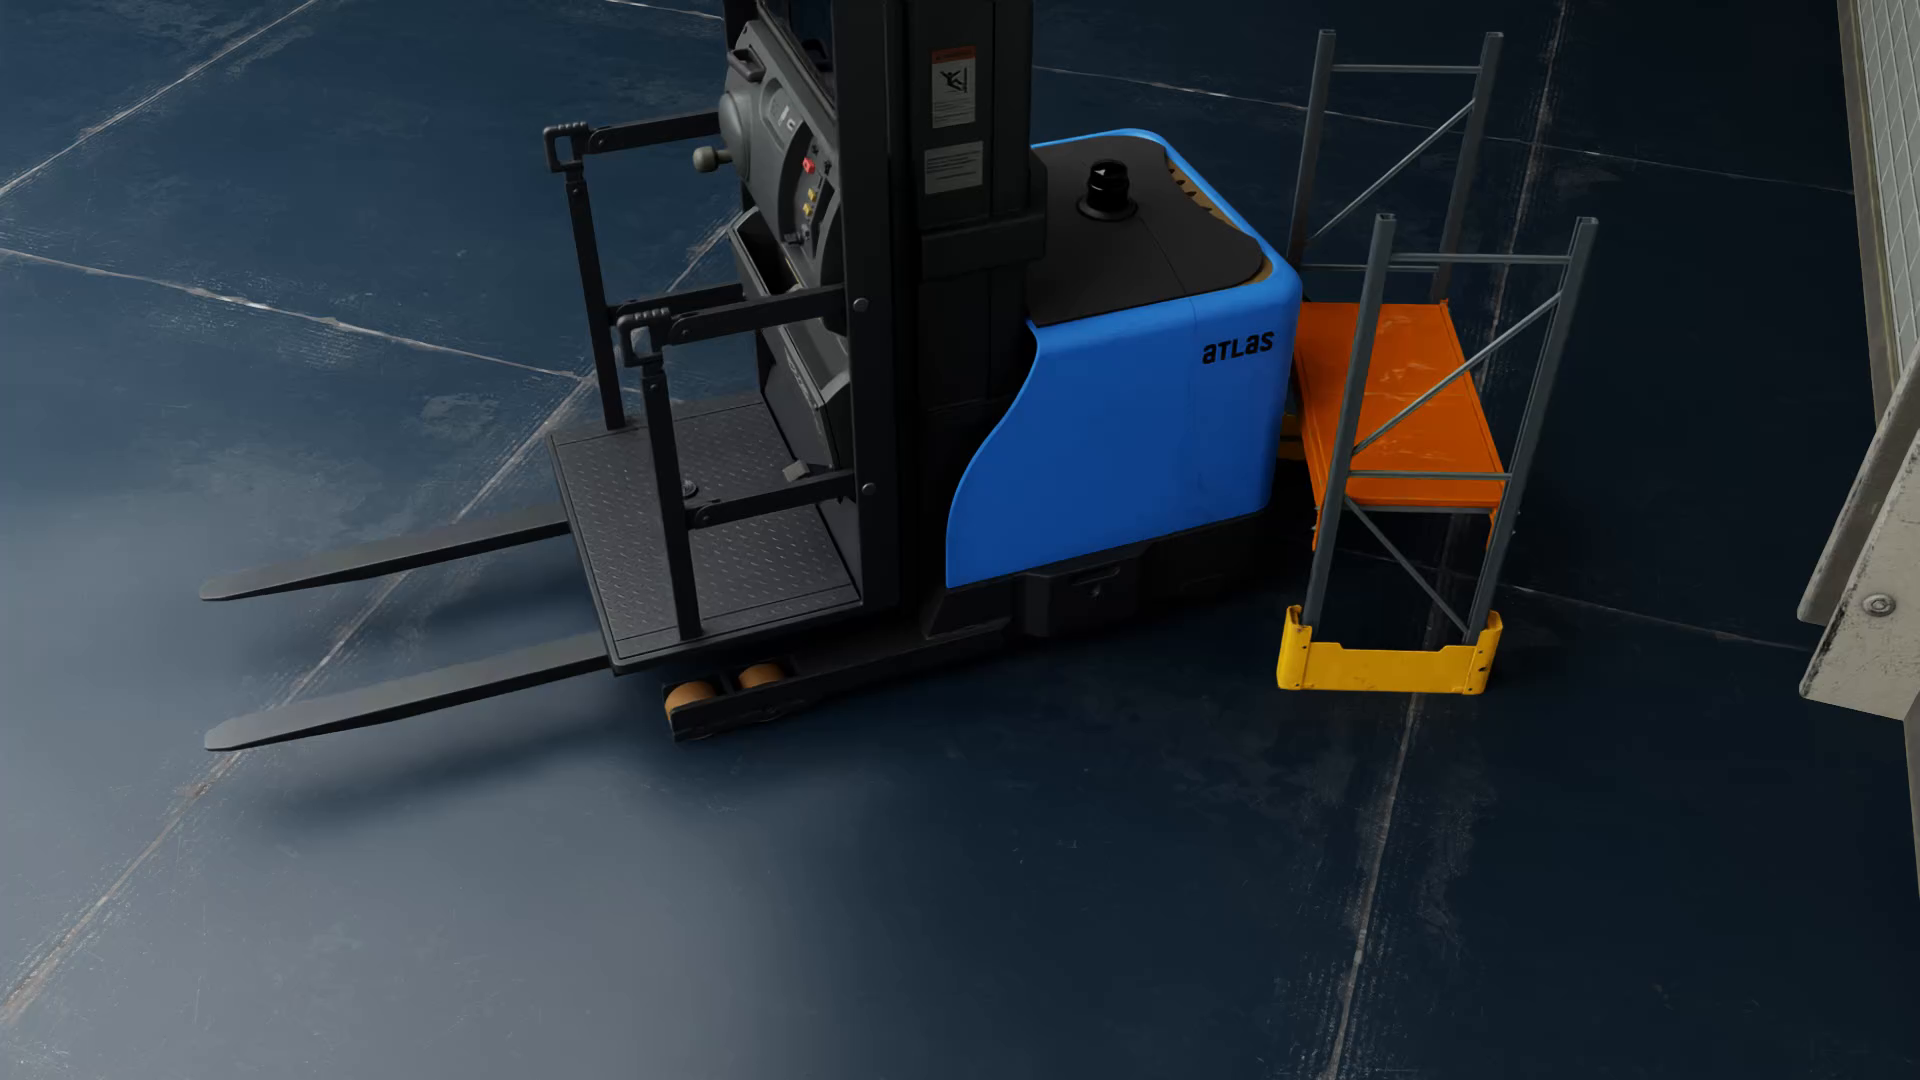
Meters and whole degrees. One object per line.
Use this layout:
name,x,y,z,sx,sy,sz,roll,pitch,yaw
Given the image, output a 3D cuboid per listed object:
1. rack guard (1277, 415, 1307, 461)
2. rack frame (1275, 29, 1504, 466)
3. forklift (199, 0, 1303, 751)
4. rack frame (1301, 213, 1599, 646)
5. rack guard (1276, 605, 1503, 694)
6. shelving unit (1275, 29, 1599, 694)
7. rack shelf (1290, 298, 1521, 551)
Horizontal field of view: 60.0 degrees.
rack guard,1.241,-0.335,5.451,0.587,0.250,0.087,1,40,2
rack frame,1.242,-0.824,5.060,0.500,1.500,0.032,1,40,2
forklift,-0.638,-0.951,4.106,3.031,2.935,1.130,-14,42,-15
rack frame,1.205,-0.164,4.287,0.500,1.500,0.032,1,40,2
rack guard,1.205,0.311,4.693,0.587,0.250,0.087,1,40,2
shelving unit,1.223,-0.488,4.666,0.587,1.500,1.083,1,40,2
rack shelf,1.224,-0.357,4.790,0.538,0.185,1.000,1,40,2
